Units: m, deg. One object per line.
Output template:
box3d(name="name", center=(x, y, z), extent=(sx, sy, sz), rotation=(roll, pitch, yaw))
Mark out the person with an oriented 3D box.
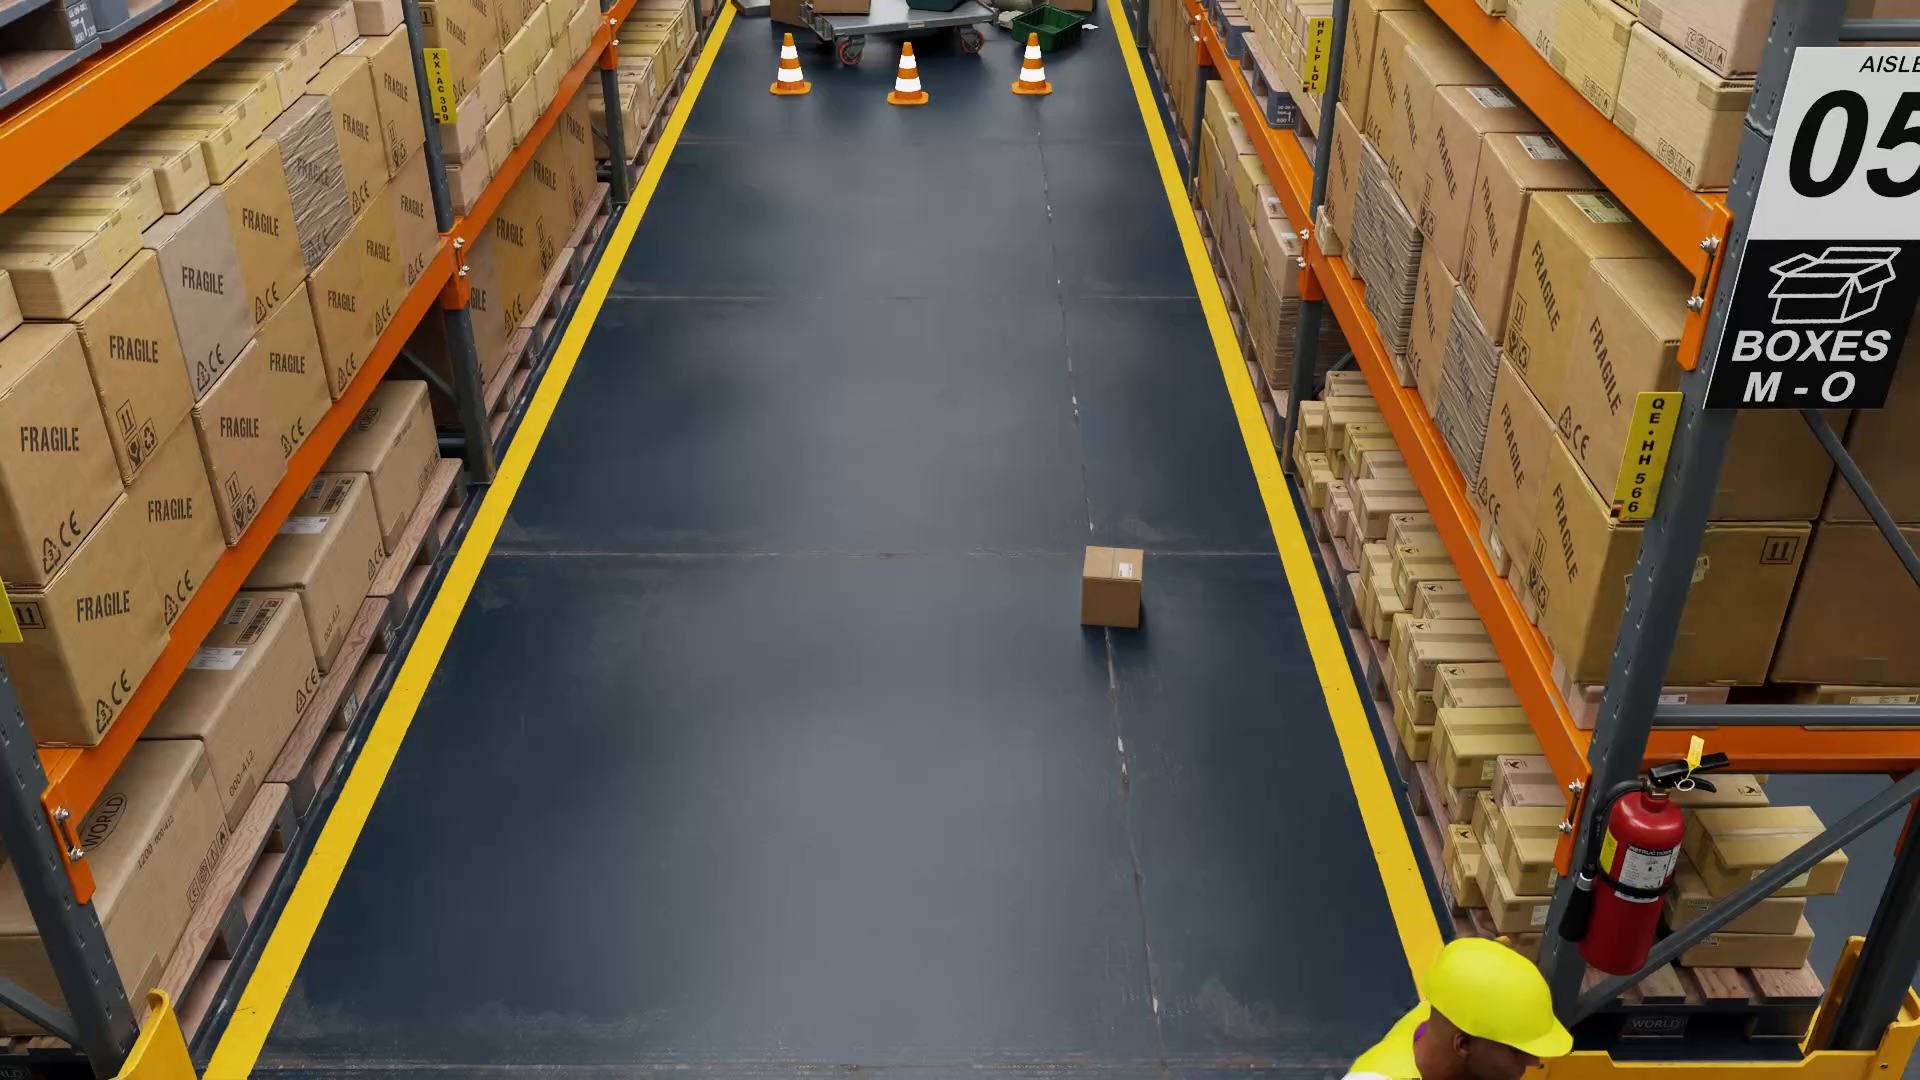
box3d(name="person", center=(0.928, 1.593, 3.556), extent=(0.663, 1.815, 0.773), rotation=(-22, 38, -32))
